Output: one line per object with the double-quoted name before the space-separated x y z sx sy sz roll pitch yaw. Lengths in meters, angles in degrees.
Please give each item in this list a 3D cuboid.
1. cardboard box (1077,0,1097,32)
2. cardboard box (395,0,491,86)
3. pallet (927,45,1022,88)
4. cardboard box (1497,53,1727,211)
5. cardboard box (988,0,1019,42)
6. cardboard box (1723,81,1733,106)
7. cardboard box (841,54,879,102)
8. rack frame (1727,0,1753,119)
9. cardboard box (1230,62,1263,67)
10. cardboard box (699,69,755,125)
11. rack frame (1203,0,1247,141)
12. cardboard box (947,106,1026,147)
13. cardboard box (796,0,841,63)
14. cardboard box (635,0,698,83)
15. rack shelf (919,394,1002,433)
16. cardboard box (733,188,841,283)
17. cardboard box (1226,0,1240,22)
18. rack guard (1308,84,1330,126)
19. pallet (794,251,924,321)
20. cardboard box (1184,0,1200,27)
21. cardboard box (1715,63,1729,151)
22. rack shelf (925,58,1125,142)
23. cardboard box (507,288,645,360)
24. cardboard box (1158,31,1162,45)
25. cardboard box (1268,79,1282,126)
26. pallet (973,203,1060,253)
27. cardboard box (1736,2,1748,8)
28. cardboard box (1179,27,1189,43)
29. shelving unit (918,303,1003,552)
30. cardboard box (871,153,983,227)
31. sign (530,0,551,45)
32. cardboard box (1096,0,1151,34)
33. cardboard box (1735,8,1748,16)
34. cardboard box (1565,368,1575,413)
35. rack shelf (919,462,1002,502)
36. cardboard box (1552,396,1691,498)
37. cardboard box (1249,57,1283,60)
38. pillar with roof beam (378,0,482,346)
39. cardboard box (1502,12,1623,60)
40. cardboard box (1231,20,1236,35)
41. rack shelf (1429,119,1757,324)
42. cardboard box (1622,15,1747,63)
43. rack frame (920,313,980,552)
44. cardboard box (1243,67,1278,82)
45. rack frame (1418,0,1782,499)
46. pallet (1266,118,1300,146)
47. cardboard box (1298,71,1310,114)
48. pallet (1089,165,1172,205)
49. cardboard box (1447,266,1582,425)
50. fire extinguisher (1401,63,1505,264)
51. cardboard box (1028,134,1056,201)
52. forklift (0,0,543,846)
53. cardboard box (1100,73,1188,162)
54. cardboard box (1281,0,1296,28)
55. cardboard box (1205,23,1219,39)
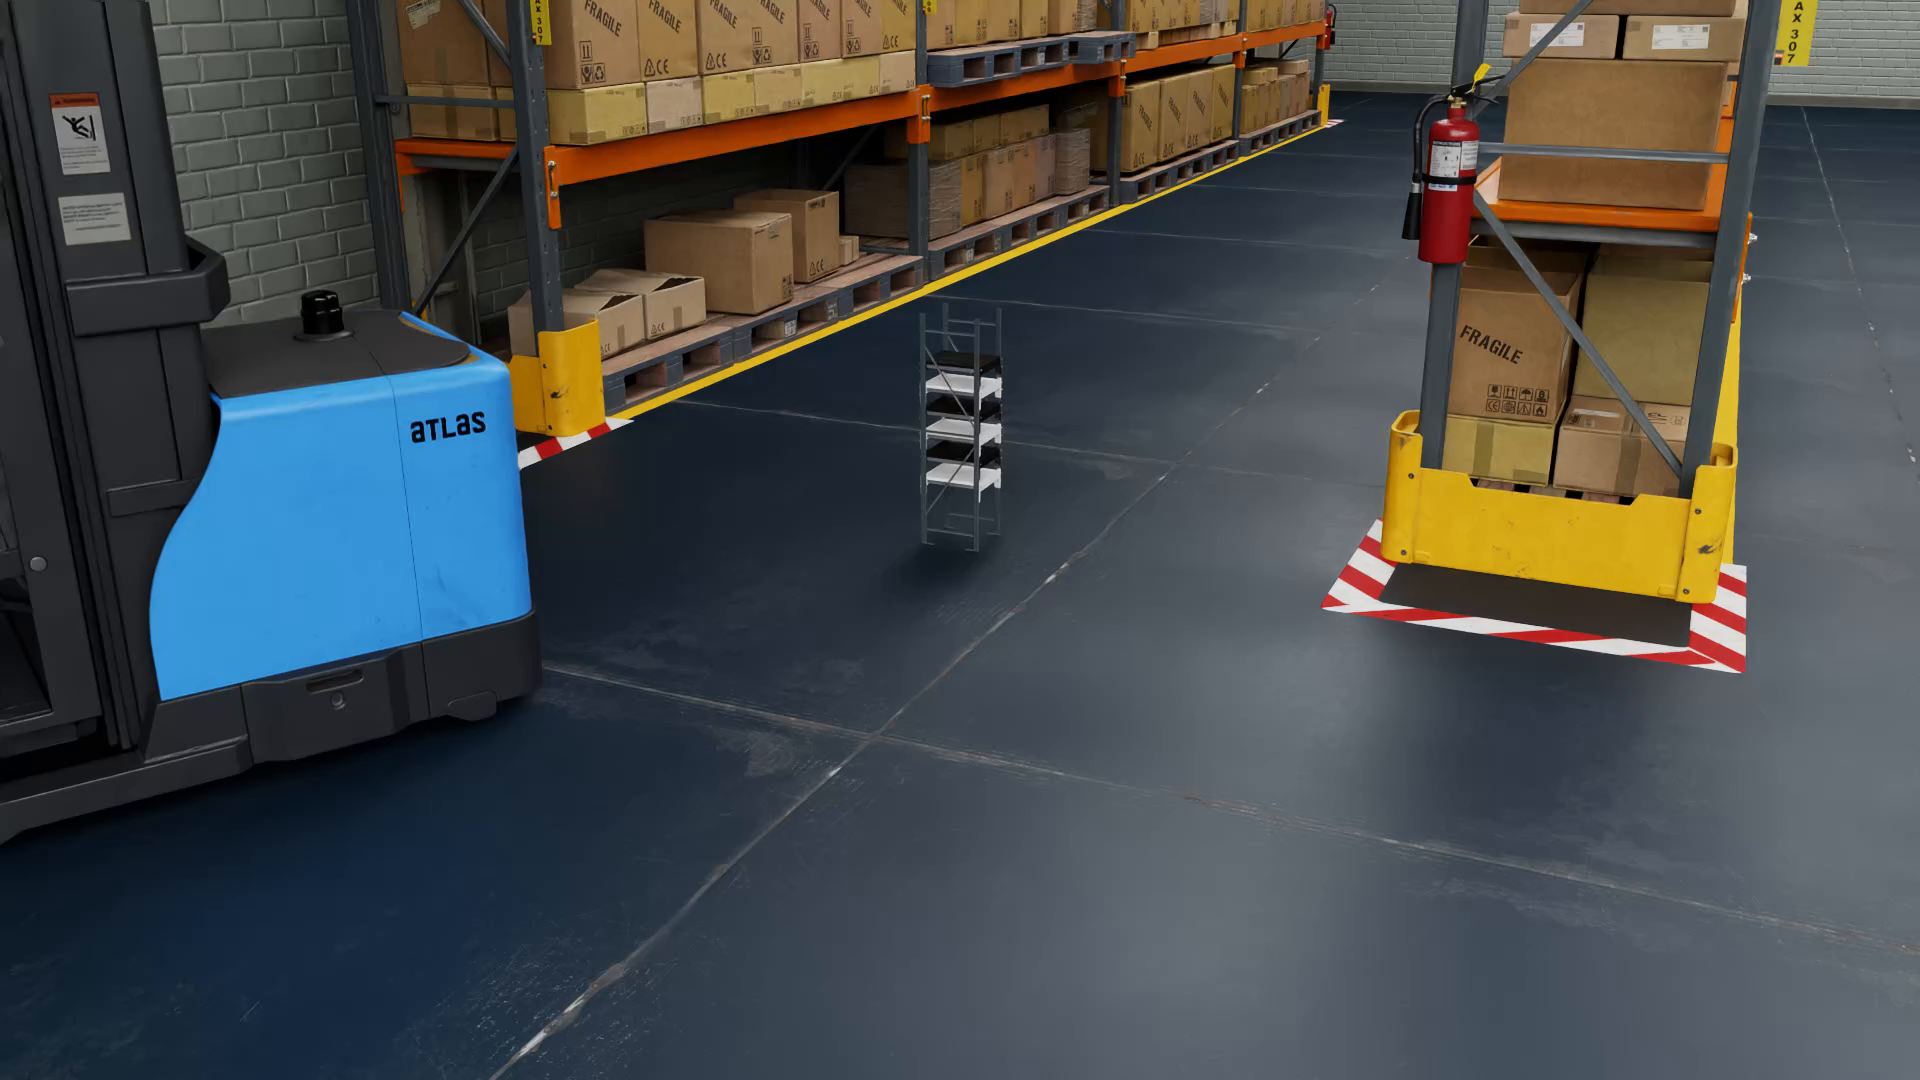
"cardboard box" 0.757 -4.555 13.995 0.700 0.500 0.500 6 20 16
"cardboard box" -2.336 -2.466 8.000 0.500 0.500 0.500 8 21 22
"pallet" -0.252 -3.346 11.688 1.003 0.211 1.213 9 21 23
"cardboard box" 2.388 -1.510 6.089 0.700 0.500 0.500 9 21 23
"cardboard box" 0.019 -4.004 12.445 0.700 0.500 0.500 12 23 30
"cardboard box" 4.373 -2.669 9.872 0.380 0.149 0.250 9 21 23
"cardboard box" -0.827 -2.824 10.128 0.500 0.250 0.500 9 21 23
"rack frame" 3.823 -2.545 9.147 1.000 3.000 0.127 9 21 23
"cardboard box" 3.477 -5.746 20.285 0.380 0.149 0.250 9 21 23
"cardboard box" -1.432 -2.360 8.823 0.500 0.250 0.500 8 21 22
"rack frame" 2.578 -5.669 17.932 1.000 3.000 0.127 9 21 23
"cardboard box" 0.197 -3.278 13.164 0.500 0.250 0.500 8 21 22
"cardboard box" -1.024 -3.022 9.566 0.500 0.500 0.500 8 21 21
"cardboard box" -1.654 -2.547 8.229 0.500 0.500 0.500 9 21 23
"rack shelf" 0.003 -0.480 6.306 0.258 0.077 0.200 9 21 23
"cardboard box" -1.086 -1.930 10.493 0.500 0.500 0.500 7 21 19
"cardboard box" 2.619 -5.690 17.368 0.500 0.500 0.500 8 21 22
"rack guard" 4.226 -5.721 21.810 1.175 0.500 0.348 9 21 23
"pallet" -0.940 -1.699 10.932 1.003 0.211 1.213 9 21 23
"cardboard box" 2.006 -5.227 16.066 0.500 0.500 0.500 9 22 24
"cardboard box" 3.020 -1.984 7.420 0.700 0.500 0.500 9 22 24
"rack shelf" 0.121 -3.496 12.895 1.077 0.370 4.000 9 21 23
"cardboard box" -1.970 -1.140 8.554 0.500 0.311 0.500 6 20 17
"cardboard box" 1.673 -4.726 15.625 0.380 0.149 0.250 9 21 24
"cardboard box" 3.399 -5.213 19.755 0.700 0.500 0.500 9 22 24
"pallet" 0.118 -2.522 13.245 1.003 0.211 1.213 9 21 23
"cardboard box" 3.173 -2.235 7.159 0.380 0.149 0.250 9 21 23
"cardboard box" 2.019 -4.956 16.272 0.380 0.149 0.250 9 22 24
"shelving unit" 0.003 -0.426 6.325 0.258 0.900 0.210 9 21 23
"cardboard box" -0.245 -2.645 12.503 0.700 0.500 0.500 8 21 22
"sign" -1.840 -2.334 7.263 0.100 0.325 0.005 9 21 23
"cardboard box" 1.373 -4.756 14.742 0.500 0.500 0.500 9 22 24
"cardboard box" 2.857 -1.999 6.496 0.380 0.149 0.250 8 21 22
"cardboard box" 2.329 -0.583 7.109 0.500 0.250 0.500 9 21 23
"rack shelf" 0.003 -0.225 6.396 0.258 0.077 0.200 9 21 23
"cardboard box" 2.608 -0.358 6.475 0.500 0.250 0.500 9 21 23
"cardboard box" 3.890 -6.055 21.154 0.380 0.149 0.250 9 21 23
"pillar with roof beam" 1.090 -4.569 5.886 9.100 9.000 0.400 9 21 23
"cardboard box" 2.168 -1.818 5.986 0.380 0.149 0.250 8 21 22
"cardboard box" 2.698 -5.418 17.571 0.380 0.149 0.250 9 21 23
"rack shelf" 3.004 -1.594 7.549 1.077 0.370 4.000 9 21 23
"cardboard box" 2.543 -1.765 5.838 0.380 0.149 0.250 8 21 22
"rack frame" -0.038 -0.395 6.238 0.240 0.900 0.006 9 21 23
"cardboard box" 3.498 -5.448 19.448 0.380 0.149 0.250 8 21 21
"rack frame" 2.185 -1.322 5.709 1.000 3.000 0.127 9 21 23
"pallet" 3.459 -4.951 20.075 1.003 0.211 1.213 9 21 23
"cardboard box" 4.021 -5.684 21.078 0.700 0.500 0.500 9 21 23
"pallet" 1.332 -3.363 15.609 1.003 0.211 1.213 9 21 23
"cardboard box" 2.133 -0.782 6.549 0.500 0.500 0.500 9 21 23
"fire extinguisher" 1.713 -1.313 5.800 0.296 0.674 0.183 9 21 23
"cardboard box" 0.376 -3.107 13.802 0.700 0.500 0.500 9 21 23
"forklift" -2.756 -0.716 4.106 3.031 2.935 1.130 -14 24 -33
"cardboard box" 1.726 -4.105 16.115 0.750 0.750 0.750 8 21 22
"cardboard box" 3.408 -6.420 19.596 0.980 0.700 0.700 7 21 20
"cardboard box" 2.415 -5.175 16.890 0.380 0.149 0.250 9 21 23
